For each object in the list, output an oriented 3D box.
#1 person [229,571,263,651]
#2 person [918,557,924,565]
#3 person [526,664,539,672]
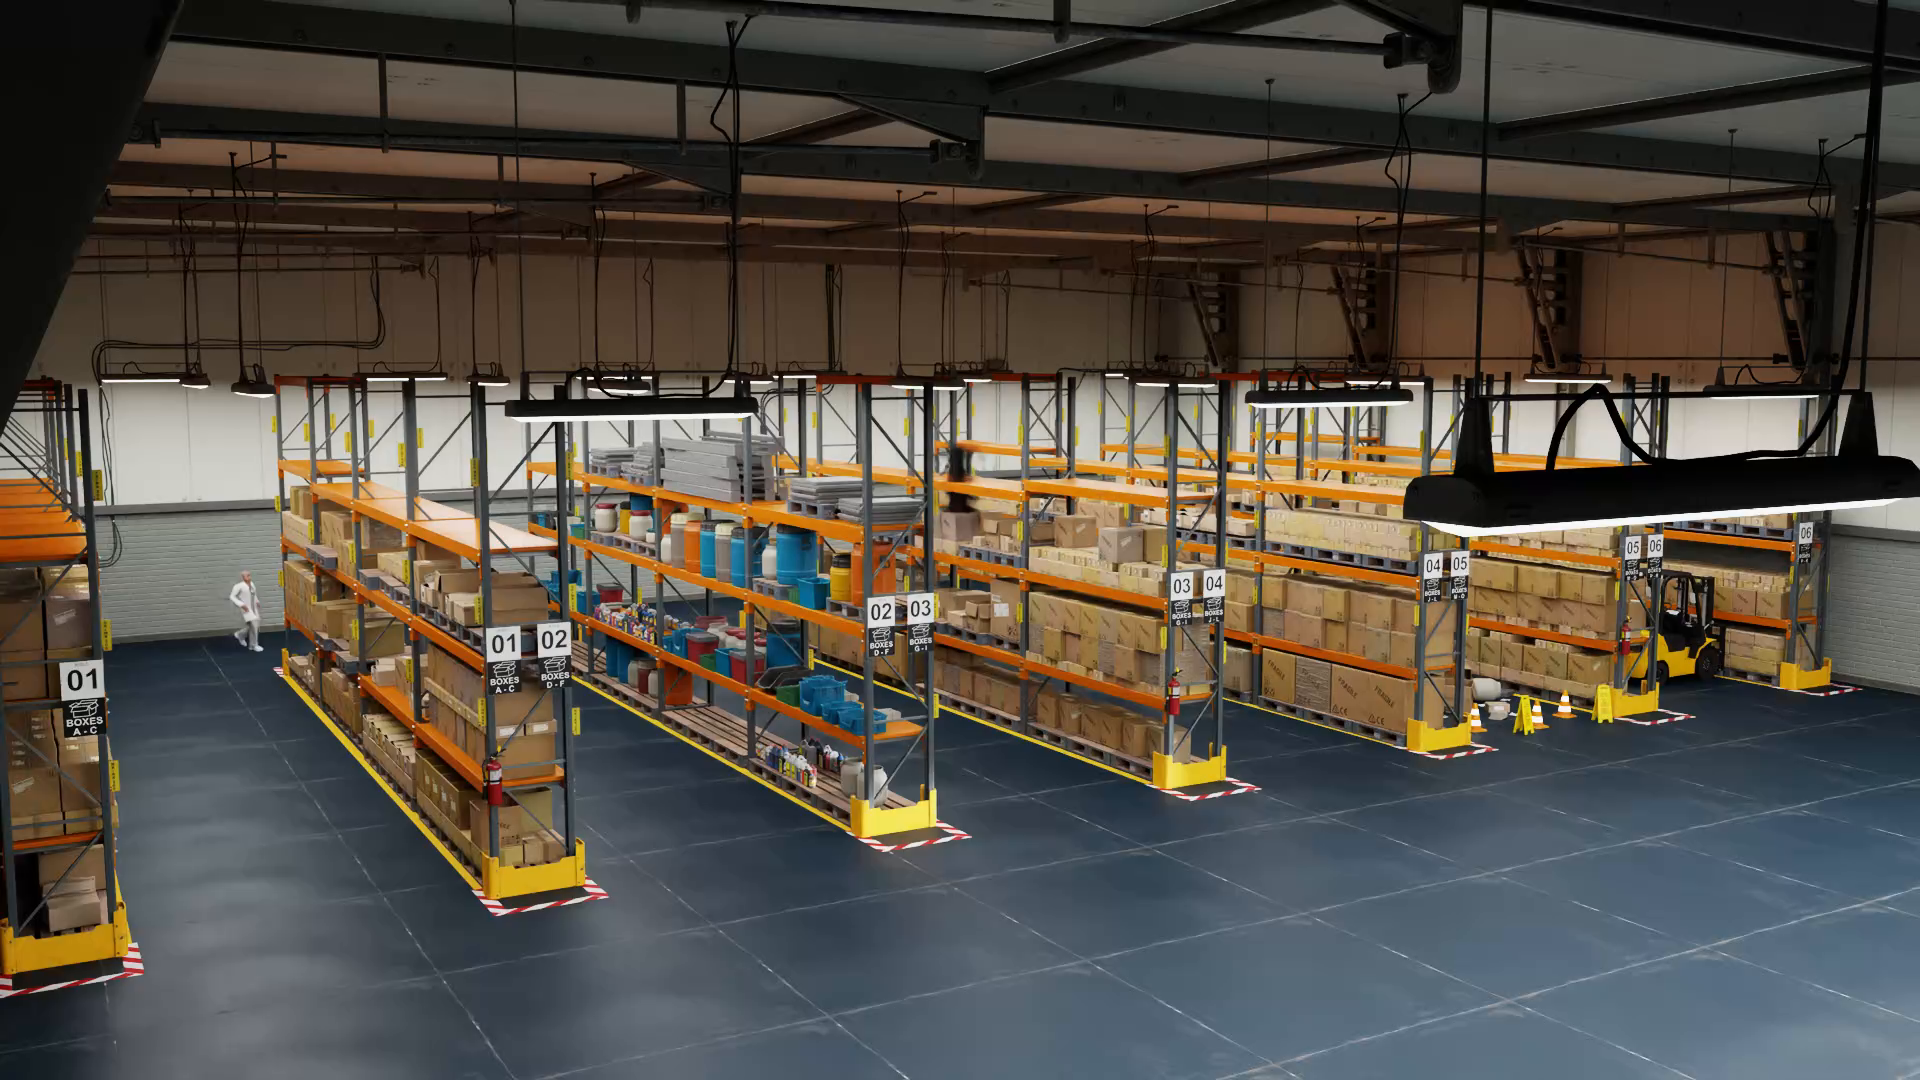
[{"bbox_3d":[-15.471,1.537,35.970,0.749,1.755,0.749,2,6,14],"label":"person"},{"bbox_3d":[-0.795,0.713,43.253,0.681,1.845,0.864,2,7,17],"label":"person"},{"bbox_3d":[-6.927,2.539,26.893,0.647,1.769,0.911,-4,8,-34],"label":"person"}]
